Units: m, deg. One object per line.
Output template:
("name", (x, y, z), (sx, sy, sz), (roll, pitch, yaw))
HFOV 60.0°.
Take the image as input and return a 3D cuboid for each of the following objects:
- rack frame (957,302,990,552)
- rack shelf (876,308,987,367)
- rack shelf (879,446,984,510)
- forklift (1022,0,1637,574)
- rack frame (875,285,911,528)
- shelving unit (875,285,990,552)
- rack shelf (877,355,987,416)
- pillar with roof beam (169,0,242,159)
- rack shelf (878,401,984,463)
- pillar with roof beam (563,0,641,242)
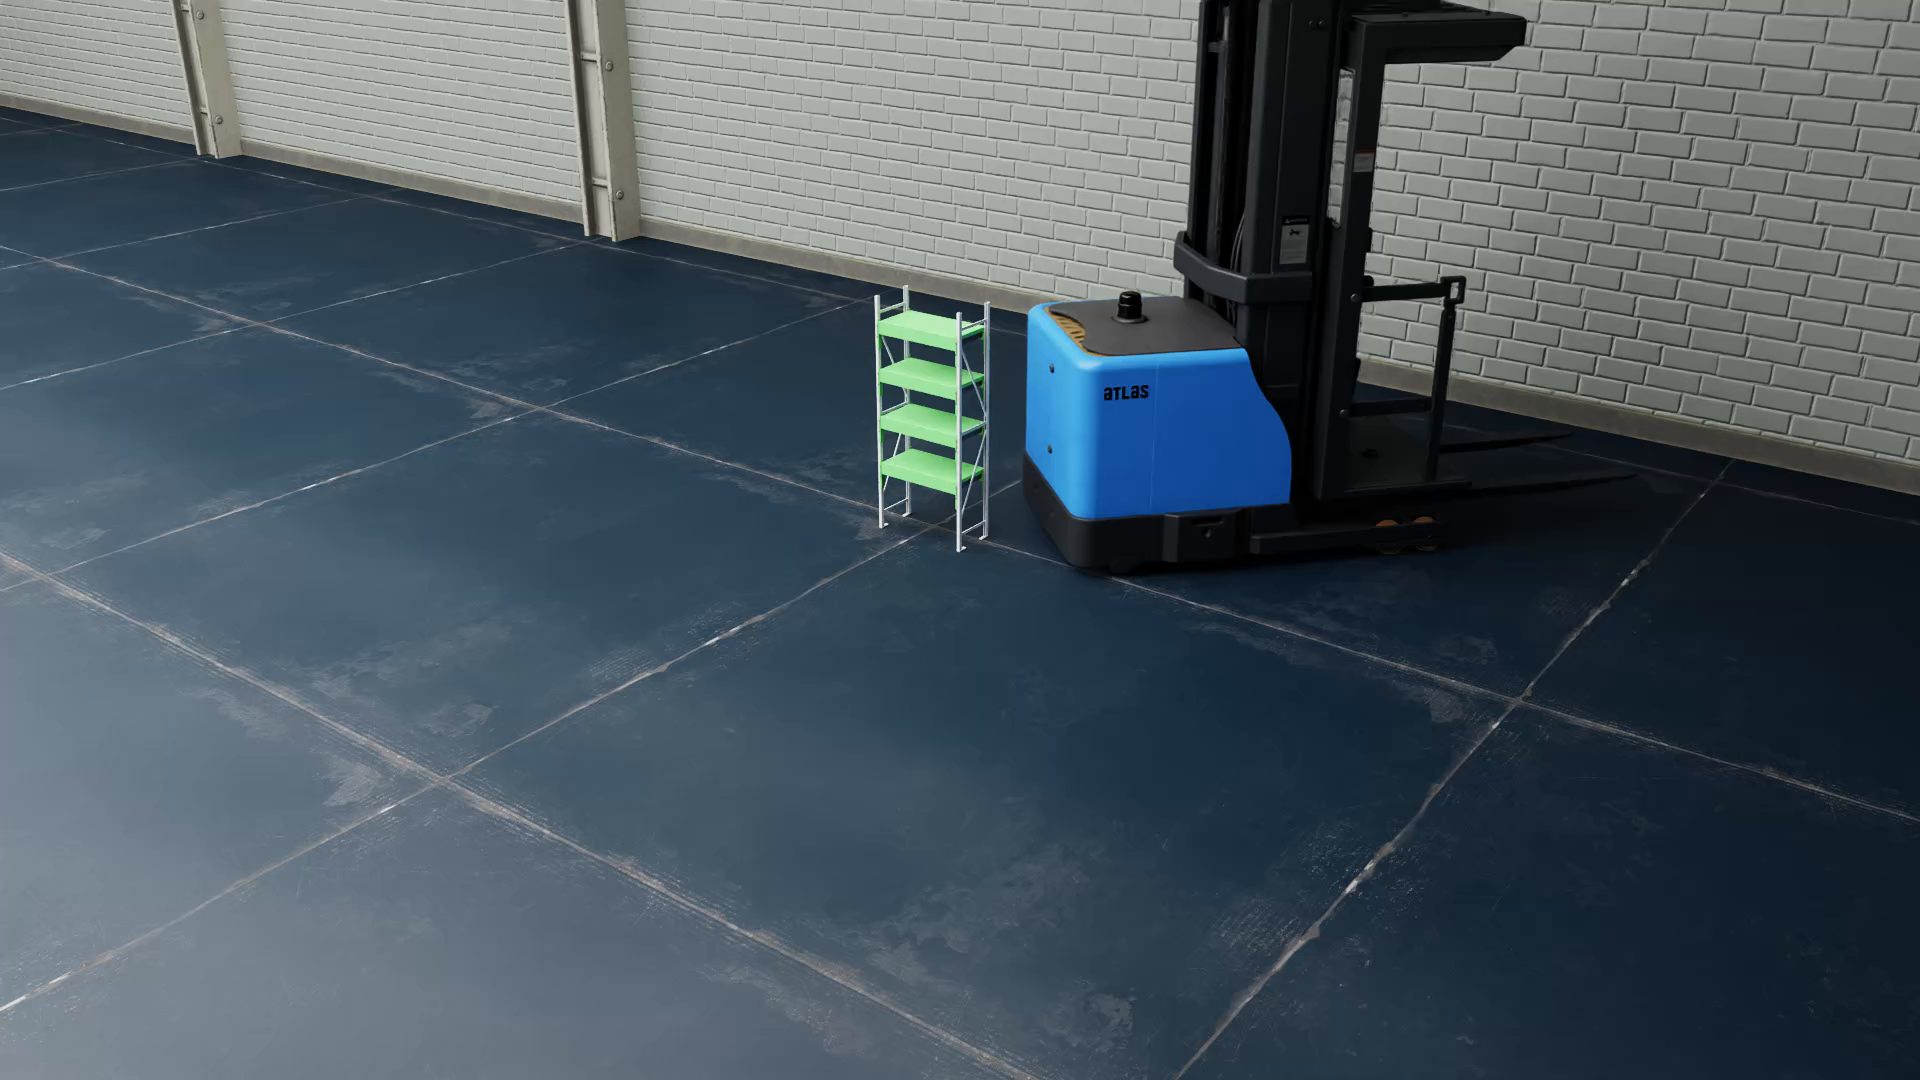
("rack frame", (0.063, -0.530, 7.965), (0.015, 1.200, 0.240), (17, 29, 33))
("rack shelf", (-0.132, -0.970, 7.931), (0.480, 0.148, 0.258), (17, 29, 33))
("rack shelf", (-0.132, -0.311, 8.221), (0.480, 0.148, 0.258), (17, 29, 33))
("forklift", (1.895, -1.473, 7.958), (3.031, 2.935, 1.130), (-5, 24, -11))
("rack frame", (-0.328, -0.648, 8.233), (0.015, 1.200, 0.240), (17, 29, 33))
("shelving unit", (-0.132, -0.589, 8.099), (0.503, 1.200, 0.258), (17, 29, 33))
("rack shelf", (-0.132, -0.750, 8.028), (0.480, 0.148, 0.258), (17, 29, 33))
("pillar with roof beam", (-10.326, -6.773, 12.461), (0.400, 9.000, 9.100), (17, 29, 33))
("rack shelf", (-0.132, -0.531, 8.125), (0.480, 0.148, 0.258), (17, 29, 33))
("pillar with roof beam", (-5.525, -5.322, 9.168), (0.400, 9.000, 9.100), (17, 29, 33))
